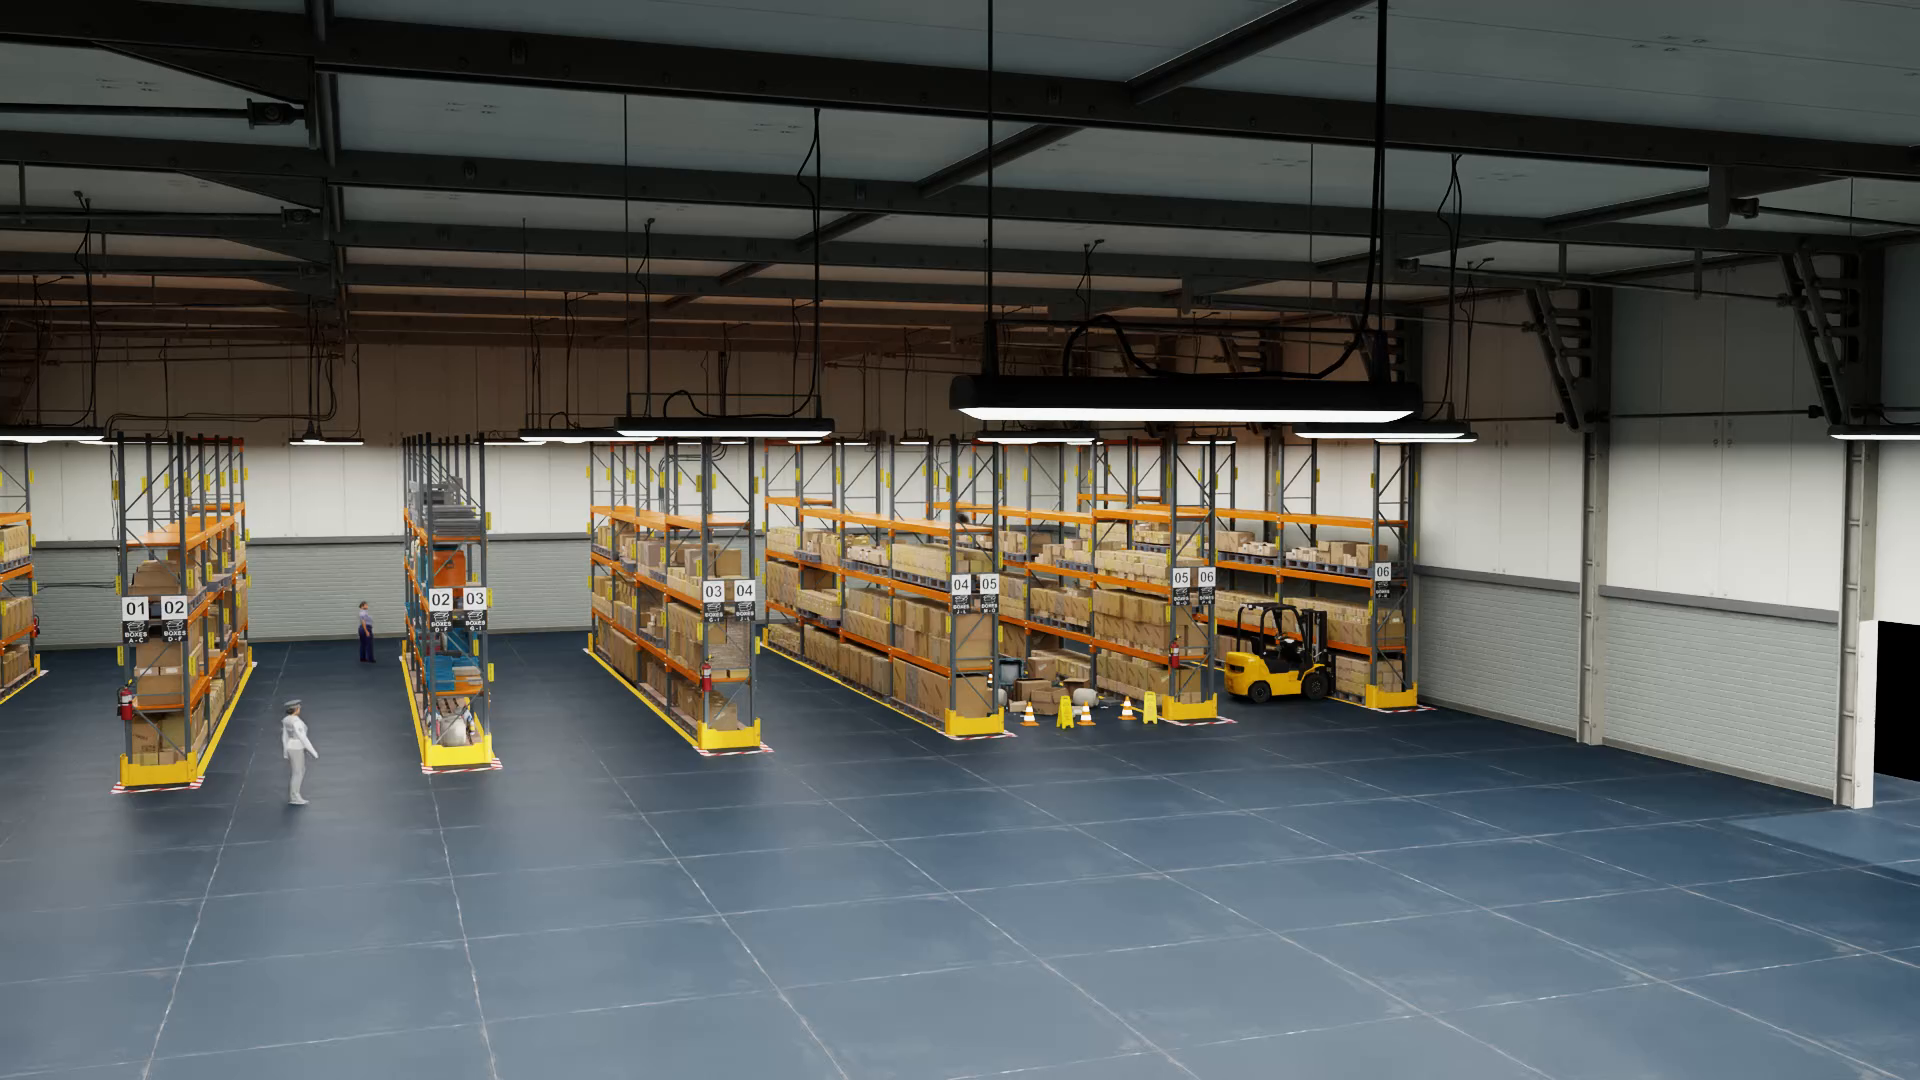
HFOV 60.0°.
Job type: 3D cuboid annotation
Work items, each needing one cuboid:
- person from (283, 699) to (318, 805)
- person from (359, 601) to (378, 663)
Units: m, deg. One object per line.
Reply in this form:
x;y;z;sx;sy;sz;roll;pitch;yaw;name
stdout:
-10.617;3.420;26.767;0.525;1.711;0.529;-1;3;-22;person
-15.777;2.444;44.298;0.438;1.642;0.564;-2;4;-30;person
